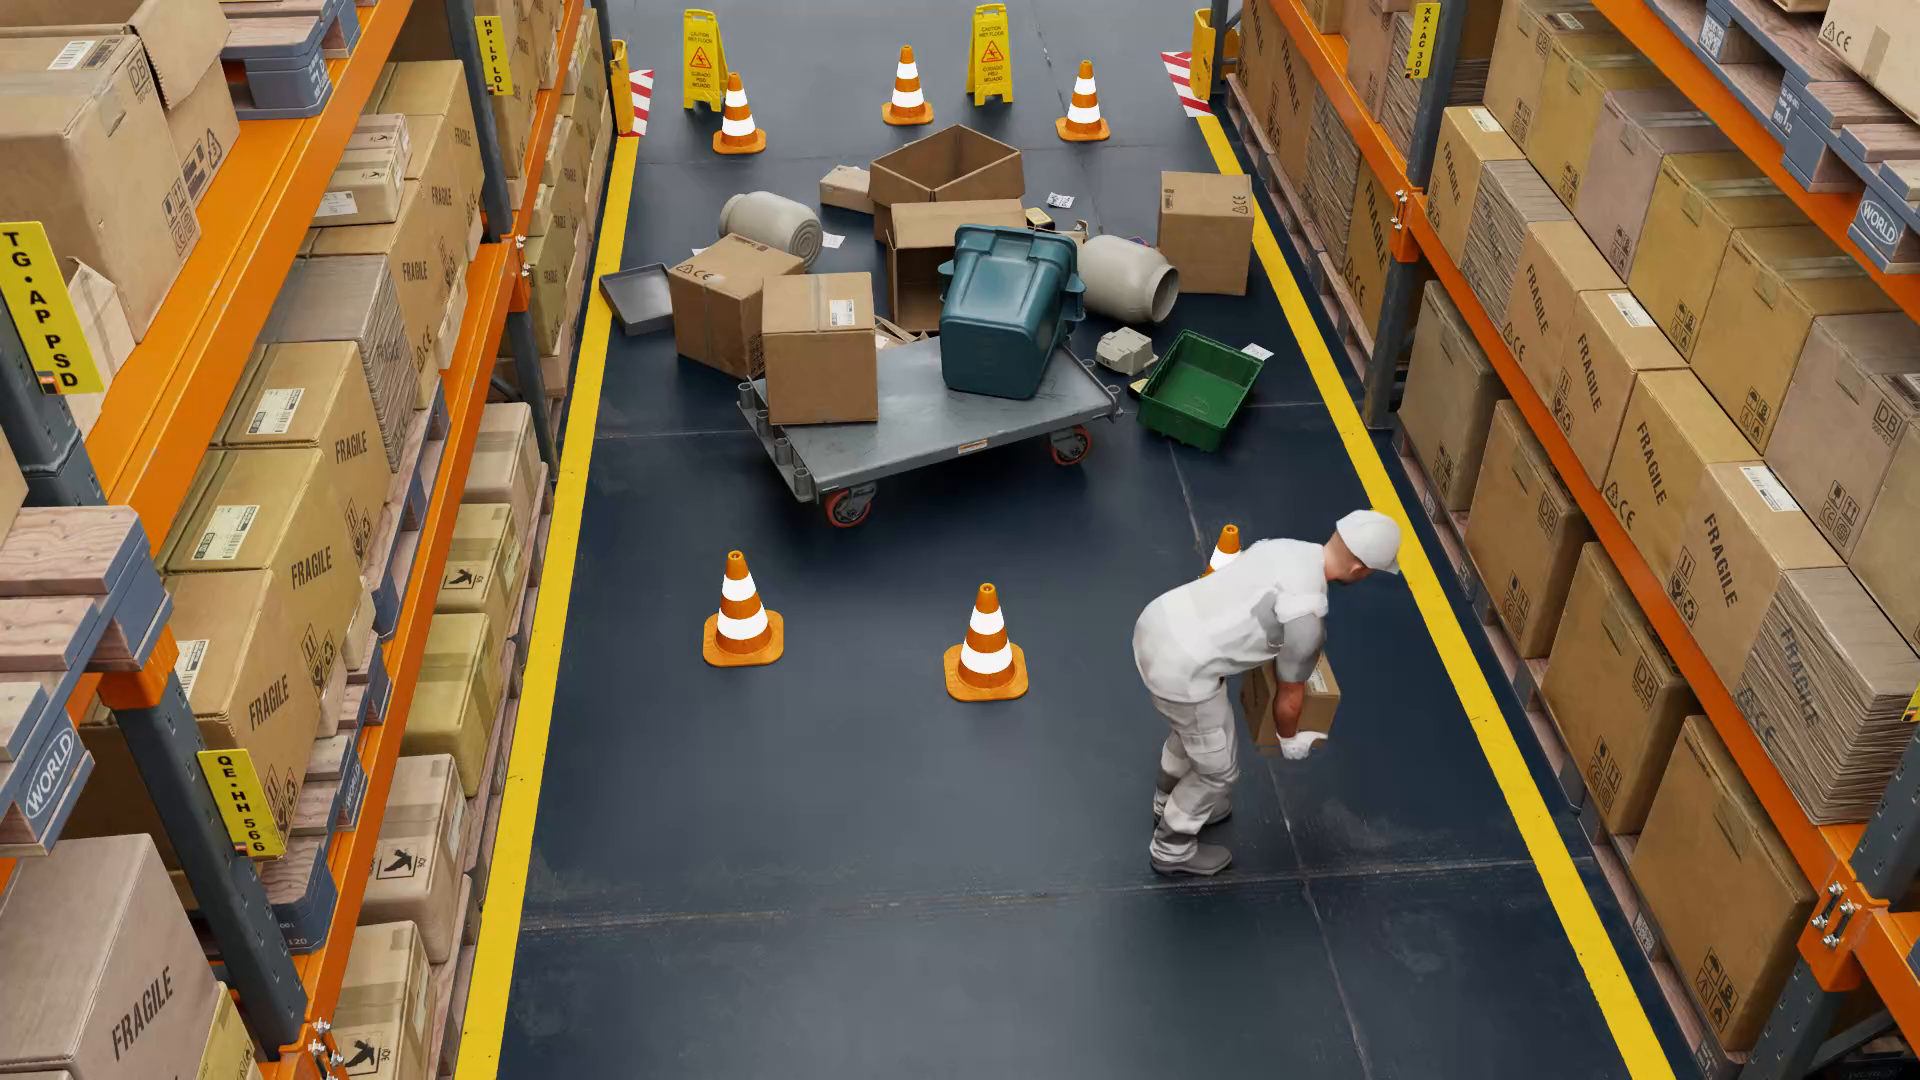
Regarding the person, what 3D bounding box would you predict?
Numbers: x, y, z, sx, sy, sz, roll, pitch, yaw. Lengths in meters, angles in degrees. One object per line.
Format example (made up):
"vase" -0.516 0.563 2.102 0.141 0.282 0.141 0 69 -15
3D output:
"person" 1.017 0.518 5.740 0.858 1.472 0.484 -4 39 -5
